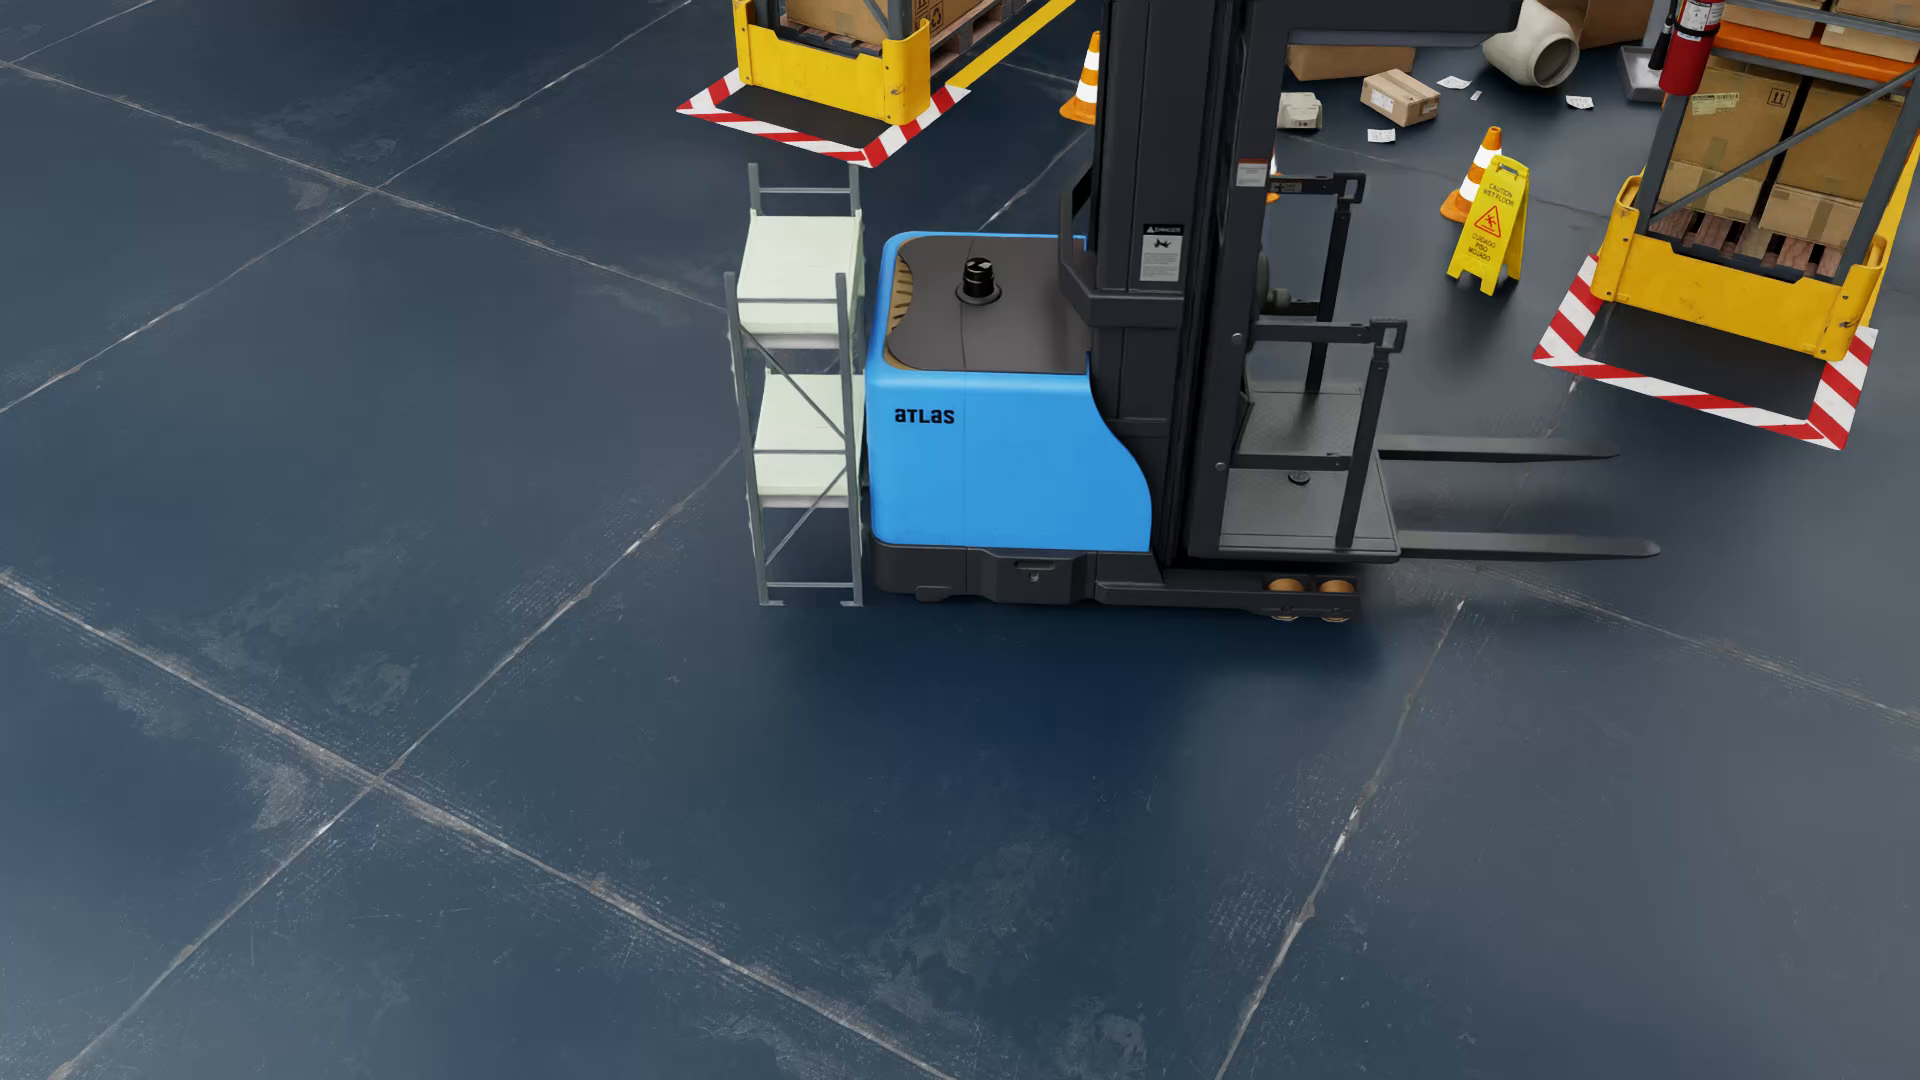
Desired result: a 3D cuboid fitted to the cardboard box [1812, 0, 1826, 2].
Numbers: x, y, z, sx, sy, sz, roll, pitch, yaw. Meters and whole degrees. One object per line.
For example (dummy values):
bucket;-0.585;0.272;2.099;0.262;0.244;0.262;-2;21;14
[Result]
cardboard box;3.643;-2.733;7.283;0.500;0.500;0.500;20;45;21

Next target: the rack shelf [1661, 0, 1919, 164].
rack shelf;4.611;-3.057;8.496;1.077;0.370;4.000;21;45;22

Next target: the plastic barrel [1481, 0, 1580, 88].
plastic barrel;3.333;-2.898;9.721;0.421;0.421;0.512;-14;43;-15

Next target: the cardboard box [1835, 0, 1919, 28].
cardboard box;4.087;-2.511;7.031;0.500;0.500;0.500;20;45;21

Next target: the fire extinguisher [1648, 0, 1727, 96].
fire extinguisher;3.154;-2.240;7.083;0.296;0.674;0.183;21;45;22

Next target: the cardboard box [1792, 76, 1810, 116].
cardboard box;4.043;-2.434;8.439;0.500;0.500;0.500;23;46;24

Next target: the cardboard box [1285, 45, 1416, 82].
cardboard box;2.297;-3.088;9.876;0.797;0.503;0.637;-7;42;-7

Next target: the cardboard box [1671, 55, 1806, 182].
cardboard box;3.785;-2.134;8.099;0.500;0.500;0.500;21;46;22

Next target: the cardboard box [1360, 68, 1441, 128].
cardboard box;2.517;-2.530;9.510;0.250;0.149;0.380;-21;45;-22

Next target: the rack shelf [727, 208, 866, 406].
rack shelf;-0.573;-0.848;5.988;0.431;0.370;0.720;0;41;0

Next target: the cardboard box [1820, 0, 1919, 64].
cardboard box;3.959;-2.214;7.184;0.380;0.149;0.250;21;46;22

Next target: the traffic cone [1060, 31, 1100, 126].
traffic cone;0.769;-2.644;9.402;0.336;0.463;0.334;21;45;22

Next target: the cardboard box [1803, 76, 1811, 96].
cardboard box;4.302;-2.720;8.765;0.500;0.500;0.500;20;45;21

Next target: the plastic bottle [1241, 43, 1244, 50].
plastic bottle;1.803;-3.093;10.216;0.133;0.061;0.283;7;42;8

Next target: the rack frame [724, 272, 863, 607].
rack frame;-0.577;-0.313;5.971;0.400;1.500;0.023;0;41;0

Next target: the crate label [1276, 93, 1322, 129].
crate label;1.917;-2.424;9.398;0.250;0.136;0.298;0;41;0

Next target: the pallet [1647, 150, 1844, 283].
pallet;4.085;-1.632;8.444;1.003;0.211;1.213;21;45;22

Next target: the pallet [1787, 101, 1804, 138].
pallet;4.696;-2.328;9.234;1.003;0.211;1.213;21;45;22

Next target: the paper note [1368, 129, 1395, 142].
paper note;2.360;-2.267;9.301;0.148;0.019;0.142;7;42;8

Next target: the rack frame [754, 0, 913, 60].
rack frame;-0.726;-3.762;8.752;1.000;3.000;0.127;21;45;22

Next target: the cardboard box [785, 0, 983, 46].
cardboard box;-0.444;-3.532;9.781;0.875;0.875;0.875;21;46;22

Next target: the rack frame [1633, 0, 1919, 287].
rack frame;3.610;-2.182;6.958;1.000;3.000;0.127;21;45;22

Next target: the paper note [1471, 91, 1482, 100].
paper note;3.006;-2.589;9.682;0.032;0.001;0.123;21;45;22

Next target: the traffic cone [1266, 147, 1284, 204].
traffic cone;1.577;-2.075;8.757;0.336;0.463;0.334;21;45;22

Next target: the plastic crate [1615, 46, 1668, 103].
plastic crate;4.116;-2.748;9.810;0.402;0.080;0.583;7;42;8

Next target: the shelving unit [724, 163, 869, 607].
shelving unit;-0.573;-0.555;6.246;0.431;1.500;0.755;0;41;0

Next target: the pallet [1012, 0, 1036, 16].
pallet;0.217;-3.894;11.012;1.003;0.211;1.213;21;45;22

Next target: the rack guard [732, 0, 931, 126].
rack guard;-0.738;-2.810;9.562;1.175;0.500;0.348;21;45;22

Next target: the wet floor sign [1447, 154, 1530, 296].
wet floor sign;2.588;-1.544;8.015;0.232;0.644;0.267;-29;49;-29

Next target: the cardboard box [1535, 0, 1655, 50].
cardboard box;3.897;-3.371;10.198;0.500;0.500;0.500;-14;43;-15

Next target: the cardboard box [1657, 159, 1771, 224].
cardboard box;3.793;-1.873;8.370;0.500;0.250;0.500;21;45;22

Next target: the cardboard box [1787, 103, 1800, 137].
cardboard box;4.305;-2.455;9.030;0.500;0.250;0.500;19;45;21

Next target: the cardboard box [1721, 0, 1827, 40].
cardboard box;3.612;-2.373;7.365;0.380;0.149;0.250;22;46;23

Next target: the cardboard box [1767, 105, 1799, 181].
cardboard box;4.047;-2.153;8.688;0.500;0.250;0.500;21;46;22

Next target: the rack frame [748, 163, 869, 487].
rack frame;-0.568;-0.797;6.520;0.400;1.500;0.023;0;41;0

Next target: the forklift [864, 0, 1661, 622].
forklift;1.182;-1.146;5.834;3.031;2.935;1.130;2;41;2

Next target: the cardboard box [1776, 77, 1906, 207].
cardboard box;4.264;-1.973;7.917;0.500;0.500;0.500;19;45;21

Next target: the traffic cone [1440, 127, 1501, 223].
traffic cone;2.708;-1.903;8.561;0.336;0.463;0.334;21;45;22

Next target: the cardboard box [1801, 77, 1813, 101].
cardboard box;4.562;-2.735;9.349;0.500;0.250;0.500;20;45;22

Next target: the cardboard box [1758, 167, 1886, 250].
cardboard box;4.253;-1.678;8.149;0.500;0.250;0.500;21;45;22

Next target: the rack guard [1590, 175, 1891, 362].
rack guard;3.648;-1.288;7.834;1.175;0.500;0.348;21;45;22

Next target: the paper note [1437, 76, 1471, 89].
paper note;2.914;-2.699;9.801;0.142;0.019;0.148;-29;49;-29

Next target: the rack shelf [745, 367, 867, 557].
rack shelf;-0.573;-0.310;6.461;0.431;0.370;0.720;0;41;0

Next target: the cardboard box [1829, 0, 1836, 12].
cardboard box;4.073;-2.363;7.354;0.380;0.149;0.250;22;46;23

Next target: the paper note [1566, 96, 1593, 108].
paper note;3.583;-2.537;9.607;0.142;0.019;0.148;7;42;8

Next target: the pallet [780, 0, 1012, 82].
pallet;-0.394;-3.198;10.222;1.003;0.211;1.213;21;45;22
